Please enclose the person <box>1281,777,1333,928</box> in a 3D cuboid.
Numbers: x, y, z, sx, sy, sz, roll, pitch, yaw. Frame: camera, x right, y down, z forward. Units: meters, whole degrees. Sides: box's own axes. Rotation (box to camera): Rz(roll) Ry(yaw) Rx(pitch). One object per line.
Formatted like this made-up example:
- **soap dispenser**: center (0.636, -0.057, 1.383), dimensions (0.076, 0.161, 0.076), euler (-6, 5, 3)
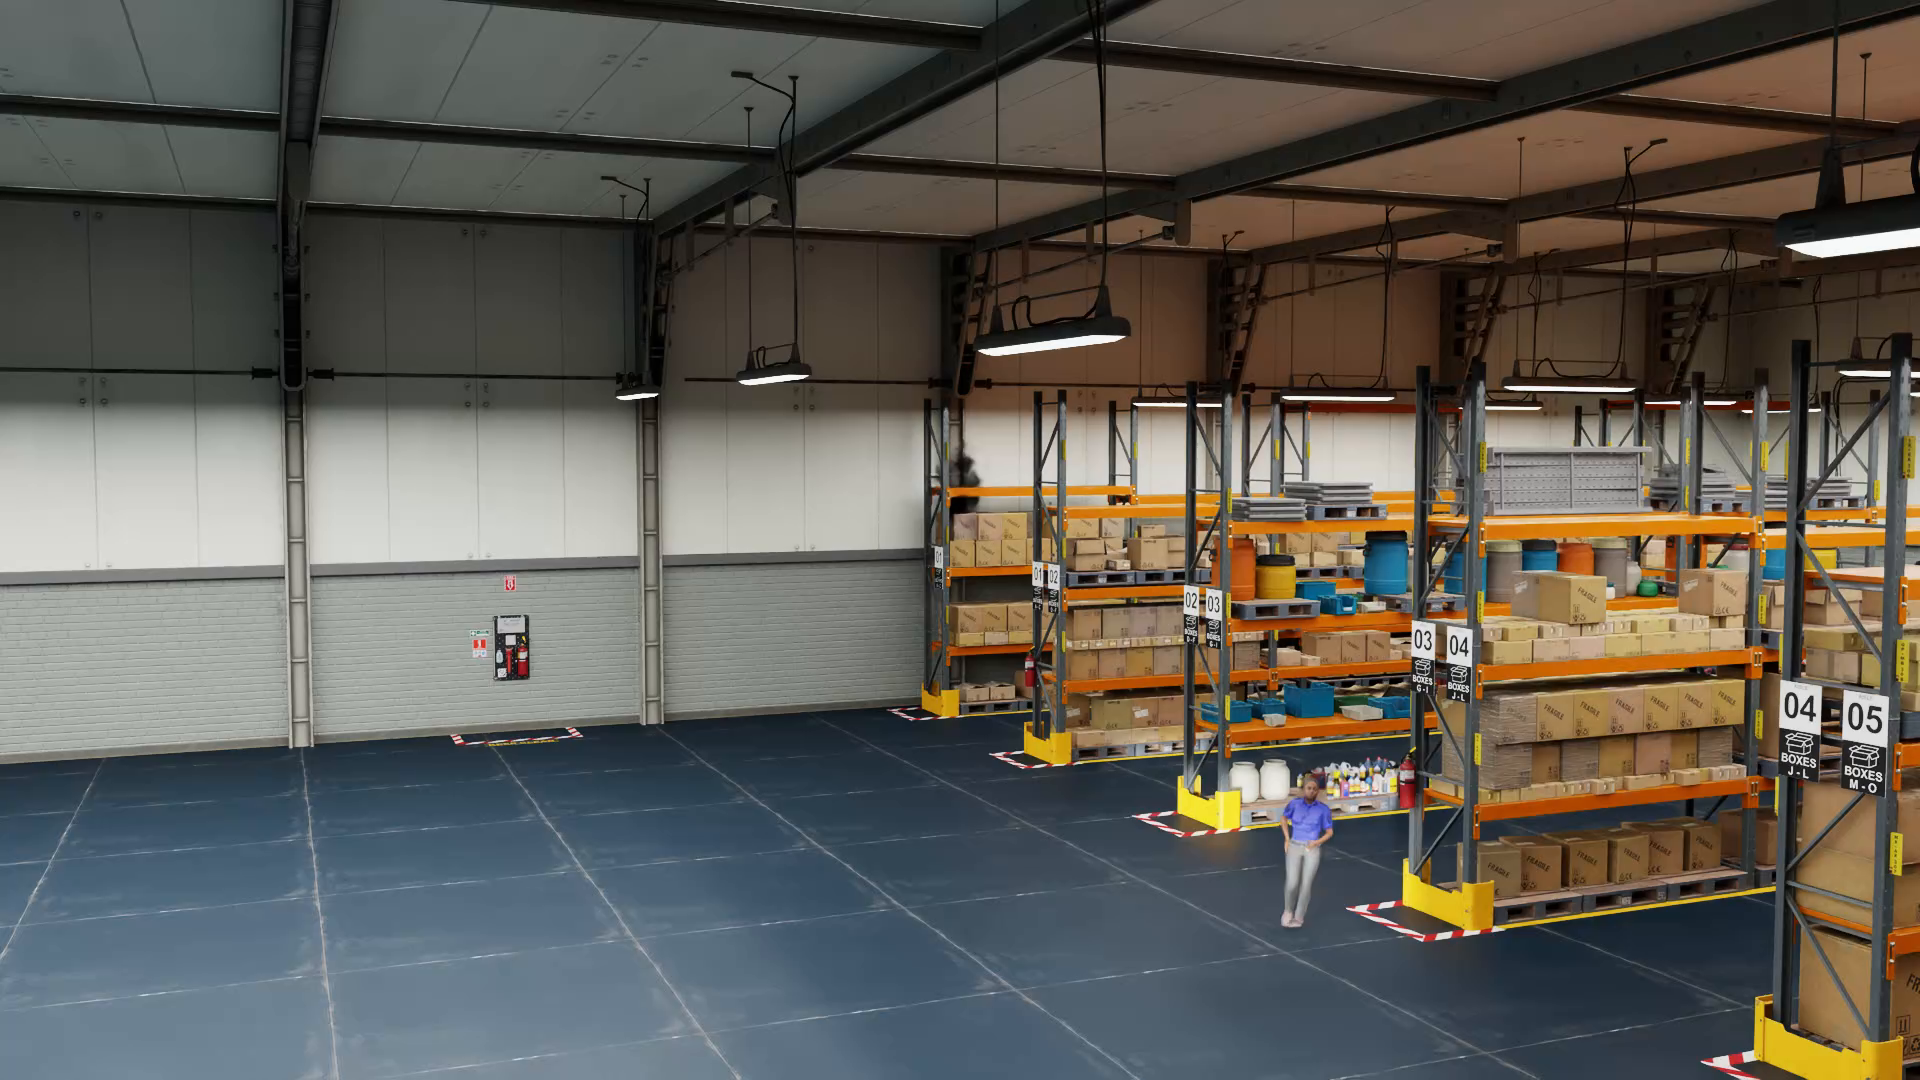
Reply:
- **person**: center (3.652, 3.335, 17.561), dimensions (0.558, 1.630, 0.543), euler (1, 3, 15)
